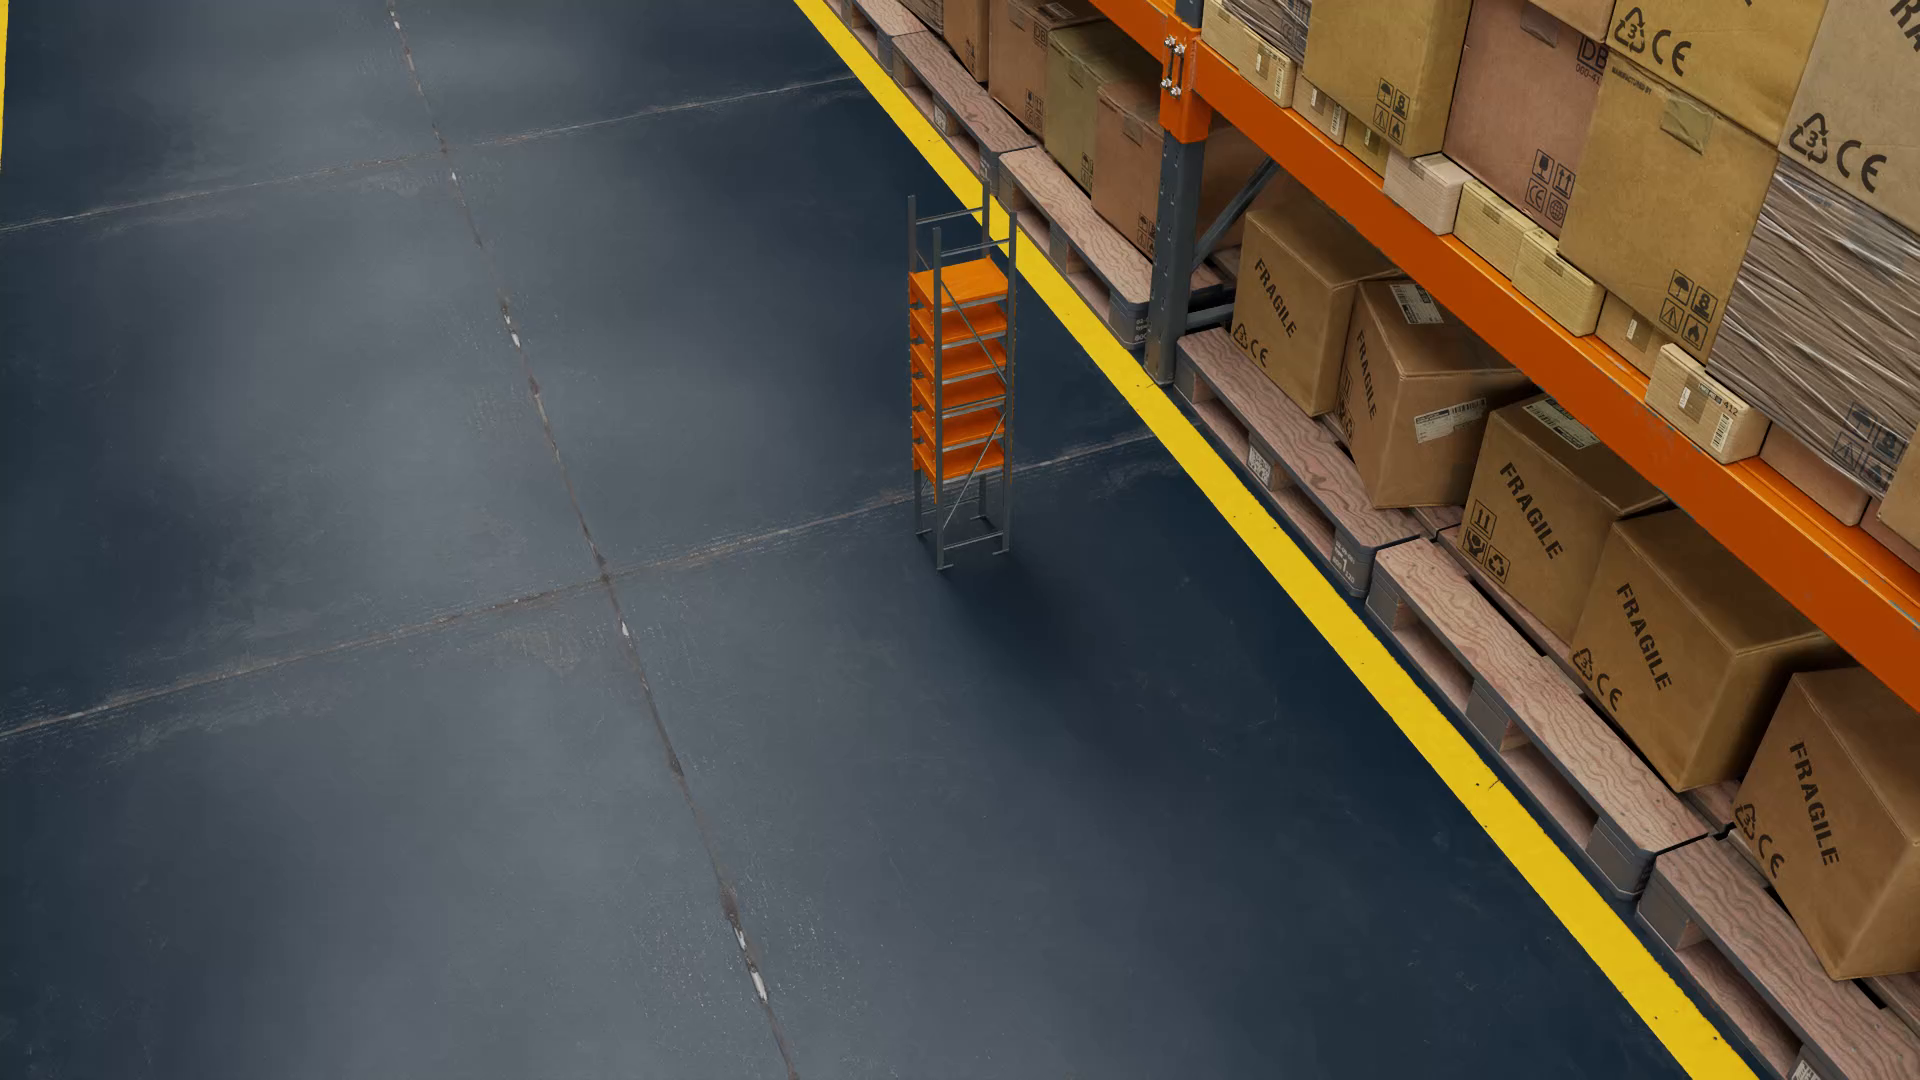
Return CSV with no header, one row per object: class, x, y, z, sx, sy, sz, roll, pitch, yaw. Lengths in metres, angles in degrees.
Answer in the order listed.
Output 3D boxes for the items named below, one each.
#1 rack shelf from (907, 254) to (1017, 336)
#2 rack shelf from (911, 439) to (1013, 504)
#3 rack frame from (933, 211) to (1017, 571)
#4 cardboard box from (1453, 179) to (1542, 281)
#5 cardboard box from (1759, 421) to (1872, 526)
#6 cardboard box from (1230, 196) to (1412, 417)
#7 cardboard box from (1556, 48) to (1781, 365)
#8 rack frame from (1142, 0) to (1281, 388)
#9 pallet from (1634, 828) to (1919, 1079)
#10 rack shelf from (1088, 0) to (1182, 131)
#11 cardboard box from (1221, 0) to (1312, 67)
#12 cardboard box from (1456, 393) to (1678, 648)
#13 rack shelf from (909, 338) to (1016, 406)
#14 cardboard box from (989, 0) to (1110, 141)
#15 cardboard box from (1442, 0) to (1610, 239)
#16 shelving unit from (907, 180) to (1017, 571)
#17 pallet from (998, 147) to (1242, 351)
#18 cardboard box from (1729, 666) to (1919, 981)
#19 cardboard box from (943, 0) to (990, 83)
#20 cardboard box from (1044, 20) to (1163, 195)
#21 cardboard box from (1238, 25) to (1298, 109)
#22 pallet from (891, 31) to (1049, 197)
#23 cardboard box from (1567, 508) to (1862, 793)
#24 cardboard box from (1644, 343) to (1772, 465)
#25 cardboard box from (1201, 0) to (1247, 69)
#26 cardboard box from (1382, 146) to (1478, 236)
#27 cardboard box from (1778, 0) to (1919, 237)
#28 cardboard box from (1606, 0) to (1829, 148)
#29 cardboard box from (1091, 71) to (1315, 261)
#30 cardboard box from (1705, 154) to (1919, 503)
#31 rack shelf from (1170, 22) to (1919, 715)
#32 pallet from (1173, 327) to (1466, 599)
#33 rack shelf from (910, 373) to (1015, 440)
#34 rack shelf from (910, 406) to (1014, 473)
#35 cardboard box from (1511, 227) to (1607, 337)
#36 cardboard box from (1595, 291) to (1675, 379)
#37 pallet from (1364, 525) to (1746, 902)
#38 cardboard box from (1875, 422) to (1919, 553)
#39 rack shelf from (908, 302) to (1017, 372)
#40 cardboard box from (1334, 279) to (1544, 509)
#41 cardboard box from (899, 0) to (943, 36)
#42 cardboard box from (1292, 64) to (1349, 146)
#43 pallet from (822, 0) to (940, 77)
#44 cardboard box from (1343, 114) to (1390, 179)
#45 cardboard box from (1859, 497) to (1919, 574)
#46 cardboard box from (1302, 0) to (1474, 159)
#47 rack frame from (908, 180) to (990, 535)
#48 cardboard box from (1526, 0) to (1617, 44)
rack shelf,0.006,-0.685,4.643,0.258,0.103,0.180,-15,43,-17
rack shelf,0.006,-0.231,5.034,0.258,0.103,0.180,-15,43,-17
rack frame,0.041,-0.391,4.785,0.240,1.200,0.006,-15,43,-17
cardboard box,1.445,-0.789,4.060,0.380,0.149,0.250,-15,43,-17
cardboard box,1.877,-0.200,3.375,0.380,0.149,0.250,-15,43,-17
cardboard box,1.256,-0.796,5.471,0.500,0.500,0.500,-16,43,-18
cardboard box,1.851,-0.803,3.578,0.875,0.500,0.500,-15,43,-17
rack frame,1.140,-1.836,5.084,1.000,3.000,0.127,-15,43,-17
pallet,2.363,1.087,3.824,1.003,0.211,1.213,-15,43,-17
rack shelf,0.375,-2.768,6.720,1.077,0.370,4.000,-15,43,-17
cardboard box,1.255,-1.700,4.622,0.875,0.500,0.500,-15,43,-17
cardboard box,1.792,-0.099,4.660,0.500,0.500,0.500,-19,44,-21
rack shelf,0.006,-0.504,4.799,0.258,0.103,0.180,-15,43,-17
cardboard box,0.545,-2.059,6.924,0.700,0.500,0.500,-19,44,-20
cardboard box,1.698,-1.114,3.940,0.875,0.500,0.500,-15,43,-17
shelving unit,0.006,-0.446,4.849,0.258,1.200,0.189,-15,43,-17
pallet,0.841,-1.247,6.539,1.003,0.211,1.213,-15,43,-17
cardboard box,2.187,0.630,3.812,0.500,0.500,0.500,-5,41,-6
cardboard box,0.332,-2.395,7.314,0.700,0.500,0.500,-12,42,-13
cardboard box,0.760,-1.722,6.532,0.700,0.500,0.500,-15,43,-17
cardboard box,1.028,-1.382,4.750,0.380,0.149,0.250,-15,43,-17
pallet,0.370,-1.983,7.394,1.003,0.211,1.213,-15,43,-17
cardboard box,1.965,0.248,4.256,0.500,0.500,0.500,-11,42,-13
cardboard box,1.700,-0.329,3.524,0.380,0.149,0.250,-15,43,-17
cardboard box,0.944,-1.536,4.928,0.380,0.149,0.250,-15,43,-17
cardboard box,1.311,-0.929,4.223,0.380,0.149,0.250,-15,43,-17
cardboard box,1.846,-0.827,2.840,0.500,0.500,0.500,-15,43,-17
cardboard box,1.662,-1.131,3.193,0.500,0.500,0.500,-15,43,-17
cardboard box,0.925,-1.430,6.192,0.700,0.500,0.500,-18,44,-20
cardboard box,2.032,-0.498,3.224,0.875,0.500,0.500,-15,43,-17
rack shelf,1.905,-0.358,3.918,1.077,0.370,4.000,-15,43,-17
pallet,1.430,-0.383,5.533,1.003,0.211,1.213,-15,43,-17
rack shelf,0.006,-0.413,4.878,0.258,0.103,0.180,-15,43,-17
rack shelf,0.006,-0.322,4.956,0.258,0.103,0.180,-15,43,-17
cardboard box,1.531,-0.636,3.882,0.380,0.149,0.250,-15,43,-17
cardboard box,1.668,-0.497,3.720,0.380,0.149,0.250,-15,43,-17
pallet,1.900,0.353,4.677,1.003,0.211,1.213,-15,43,-17
cardboard box,2.183,-0.186,2.861,0.875,0.500,0.500,-15,43,-17
rack shelf,0.006,-0.594,4.721,0.258,0.103,0.180,-15,43,-17
cardboard box,1.482,-0.453,5.072,0.500,0.500,0.500,-3,41,-3
cardboard box,0.108,-2.735,7.710,0.700,0.500,0.500,-19,44,-20
cardboard box,1.149,-1.239,4.582,0.380,0.149,0.250,-15,43,-17
pallet,-0.093,-2.717,8.248,1.003,0.211,1.213,-15,43,-17
cardboard box,1.254,-1.090,4.410,0.380,0.149,0.250,-15,43,-17
cardboard box,1.994,-0.055,3.206,0.380,0.149,0.250,-15,43,-17
cardboard box,1.414,-1.390,4.261,0.875,0.500,0.500,-15,43,-17
rack frame,-0.029,-0.501,4.913,0.240,1.200,0.006,-15,43,-17
cardboard box,1.461,-1.429,3.540,0.500,0.500,0.500,-15,43,-17
